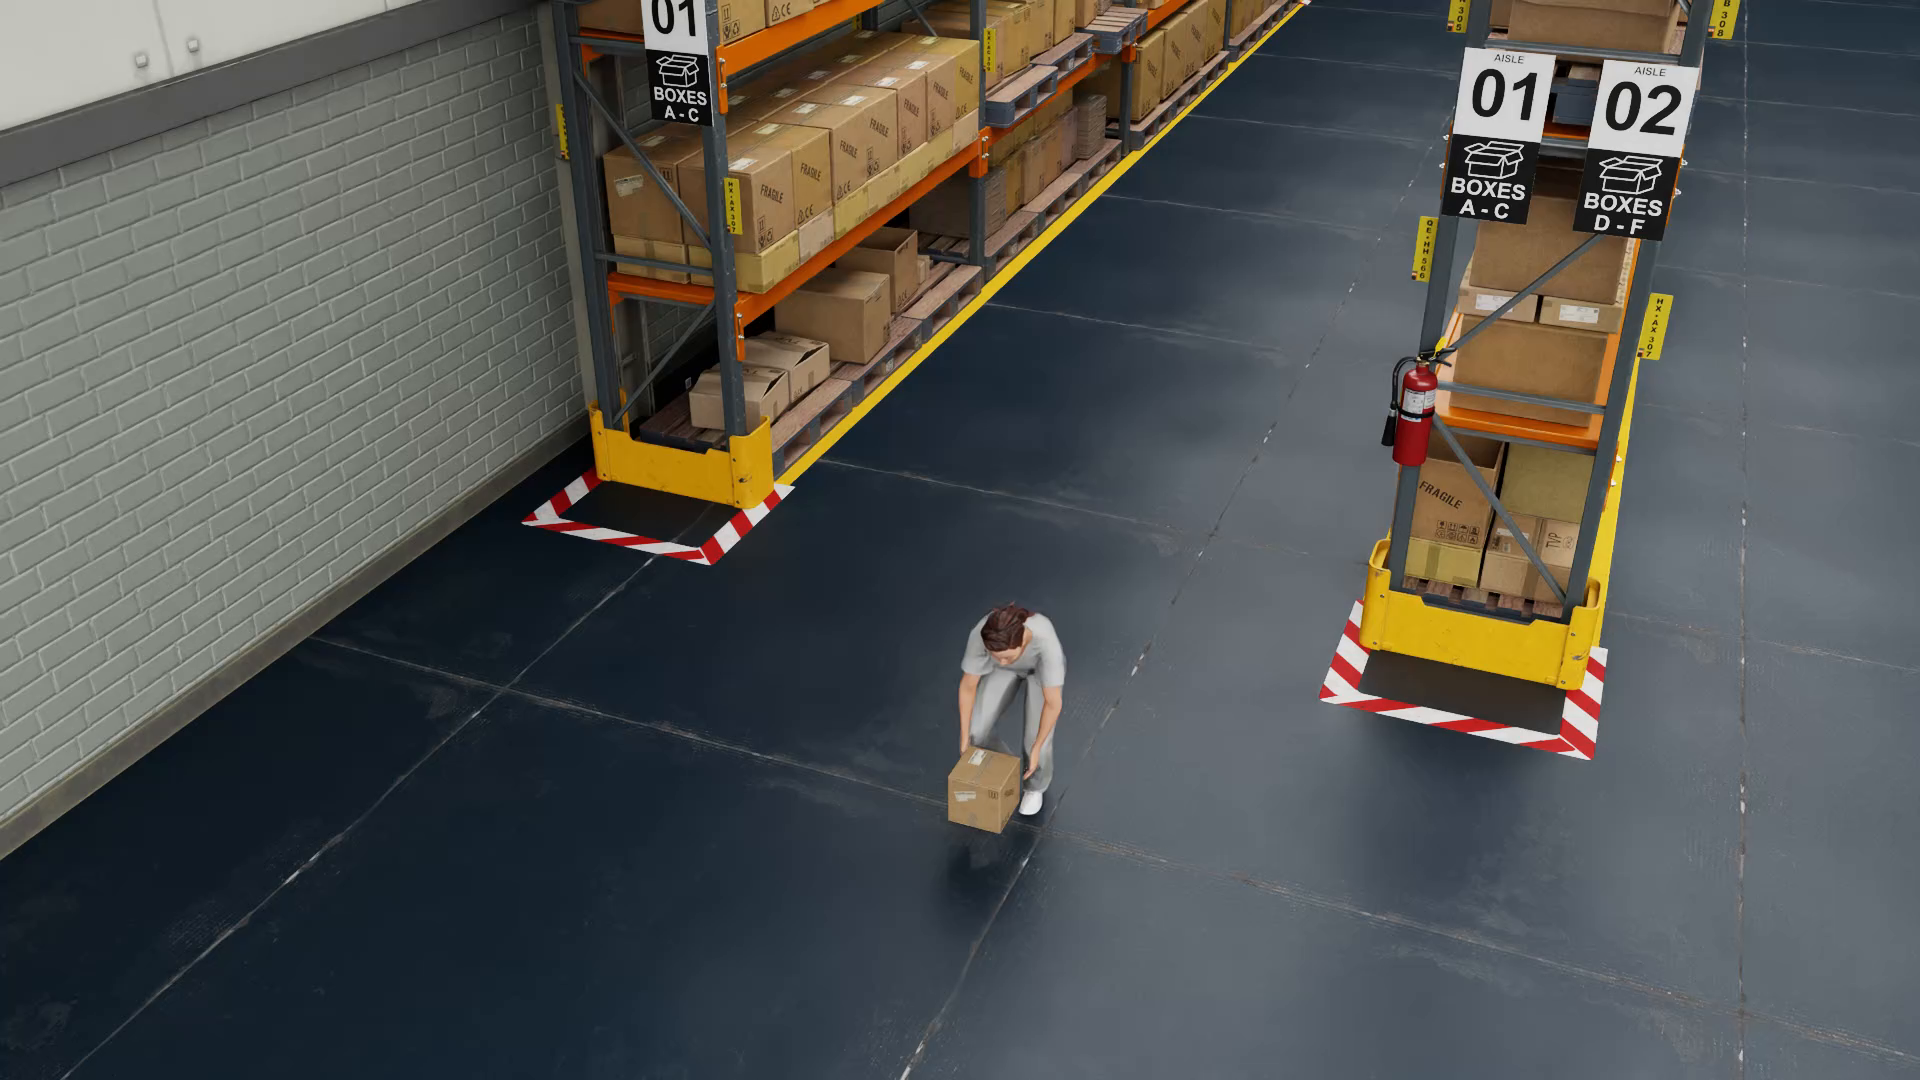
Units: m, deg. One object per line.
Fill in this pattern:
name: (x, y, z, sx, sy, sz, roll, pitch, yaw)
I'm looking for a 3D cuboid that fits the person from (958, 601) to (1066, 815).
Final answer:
person: (0.270, 0.715, 7.632, 0.495, 1.194, 0.724, 11, 32, 19)
